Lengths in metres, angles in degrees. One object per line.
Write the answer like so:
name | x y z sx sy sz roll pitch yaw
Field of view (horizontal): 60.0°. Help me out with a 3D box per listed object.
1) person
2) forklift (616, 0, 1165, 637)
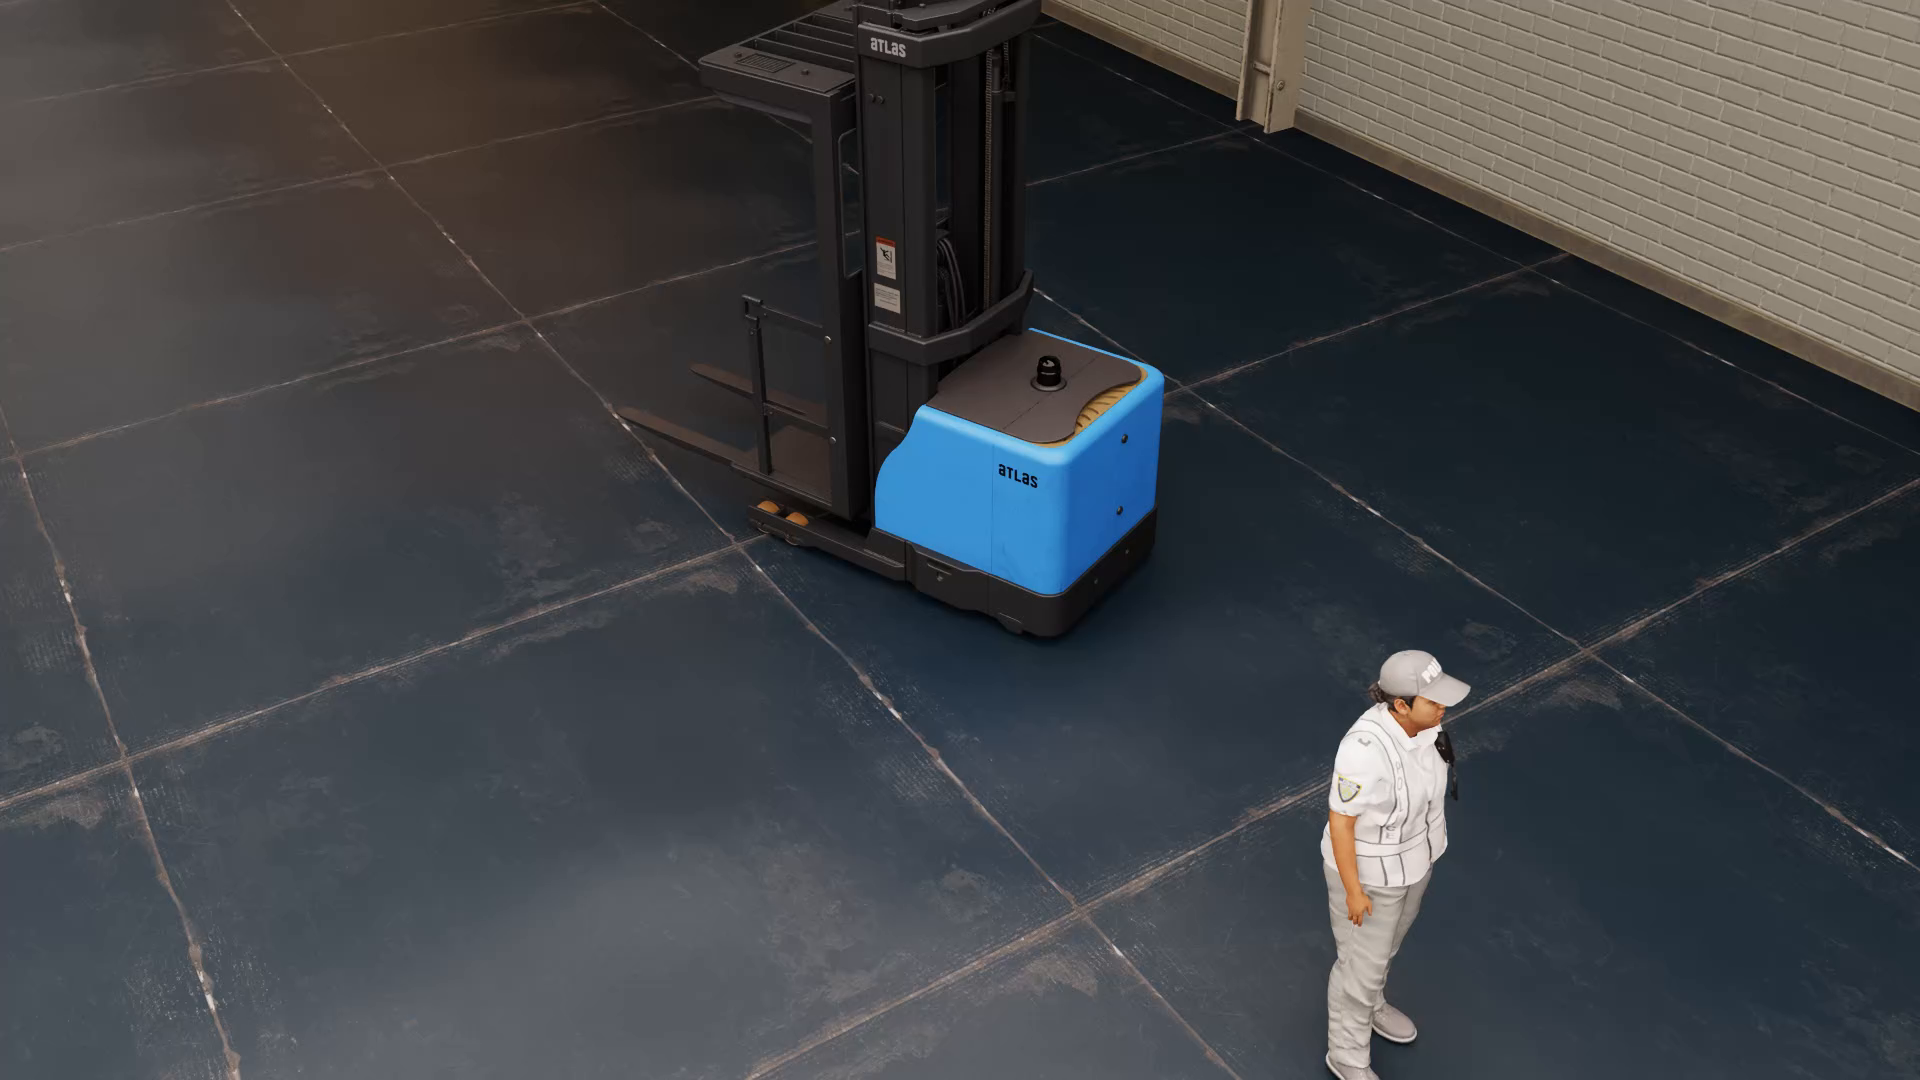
person | 1.493 1.120 5.639 0.529 1.669 0.598 28 44 34
forklift | -0.500 -1.399 8.138 3.031 2.935 1.130 22 41 28
